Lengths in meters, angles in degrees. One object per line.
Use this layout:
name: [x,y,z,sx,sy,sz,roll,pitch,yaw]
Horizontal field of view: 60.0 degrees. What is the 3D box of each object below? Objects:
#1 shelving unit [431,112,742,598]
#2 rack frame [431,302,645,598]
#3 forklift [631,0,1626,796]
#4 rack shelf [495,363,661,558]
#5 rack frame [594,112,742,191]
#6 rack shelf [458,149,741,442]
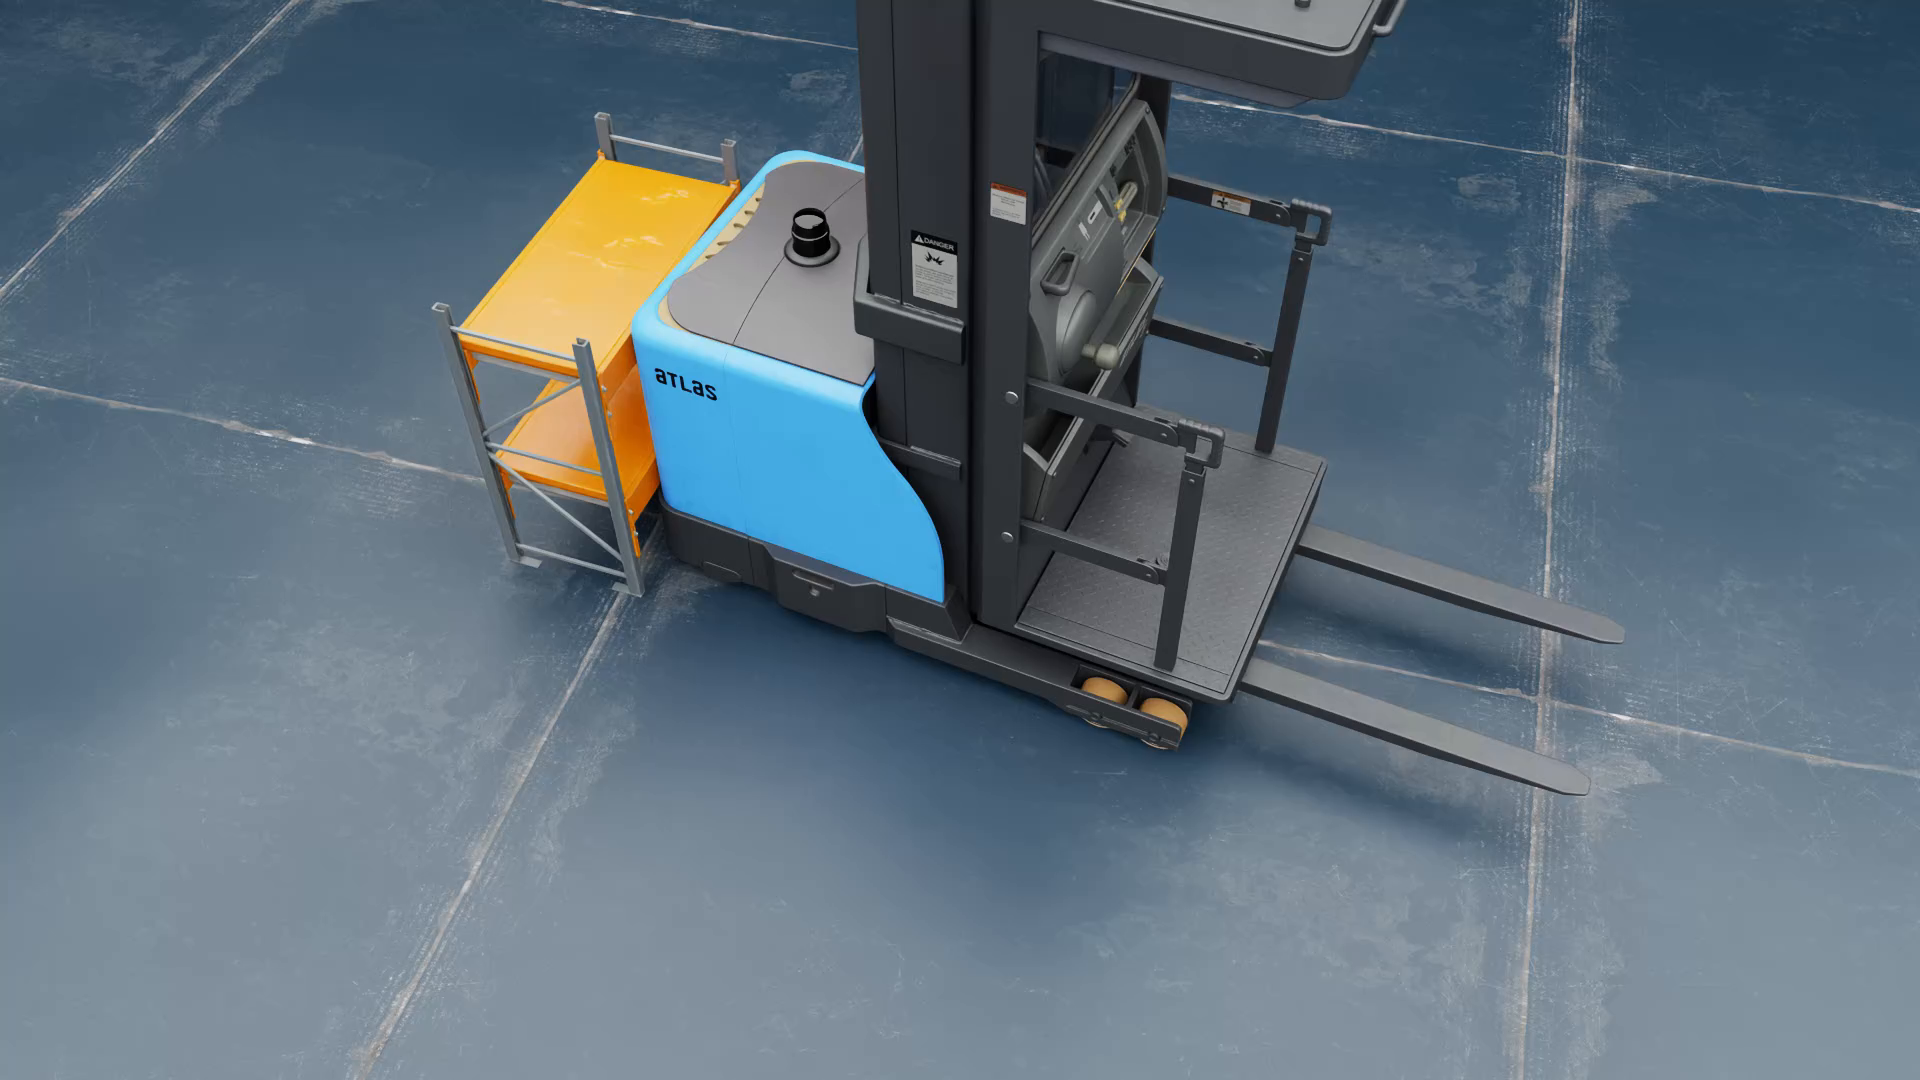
shelving unit: [-1.132,-0.611,5.539,0.538,1.125,1.048,15,50,13]
rack frame: [-1.300,-0.251,5.221,0.500,1.125,0.032,15,50,13]
forklift: [0.568,-0.778,4.482,3.031,2.935,1.130,19,51,16]
rack shelf: [-1.132,-0.449,5.722,0.538,0.278,1.000,15,50,13]
rack frame: [-0.965,-0.970,5.856,0.500,1.125,0.032,15,50,13]
rack shelf: [-1.132,-0.804,5.319,0.538,0.278,1.000,15,50,13]
